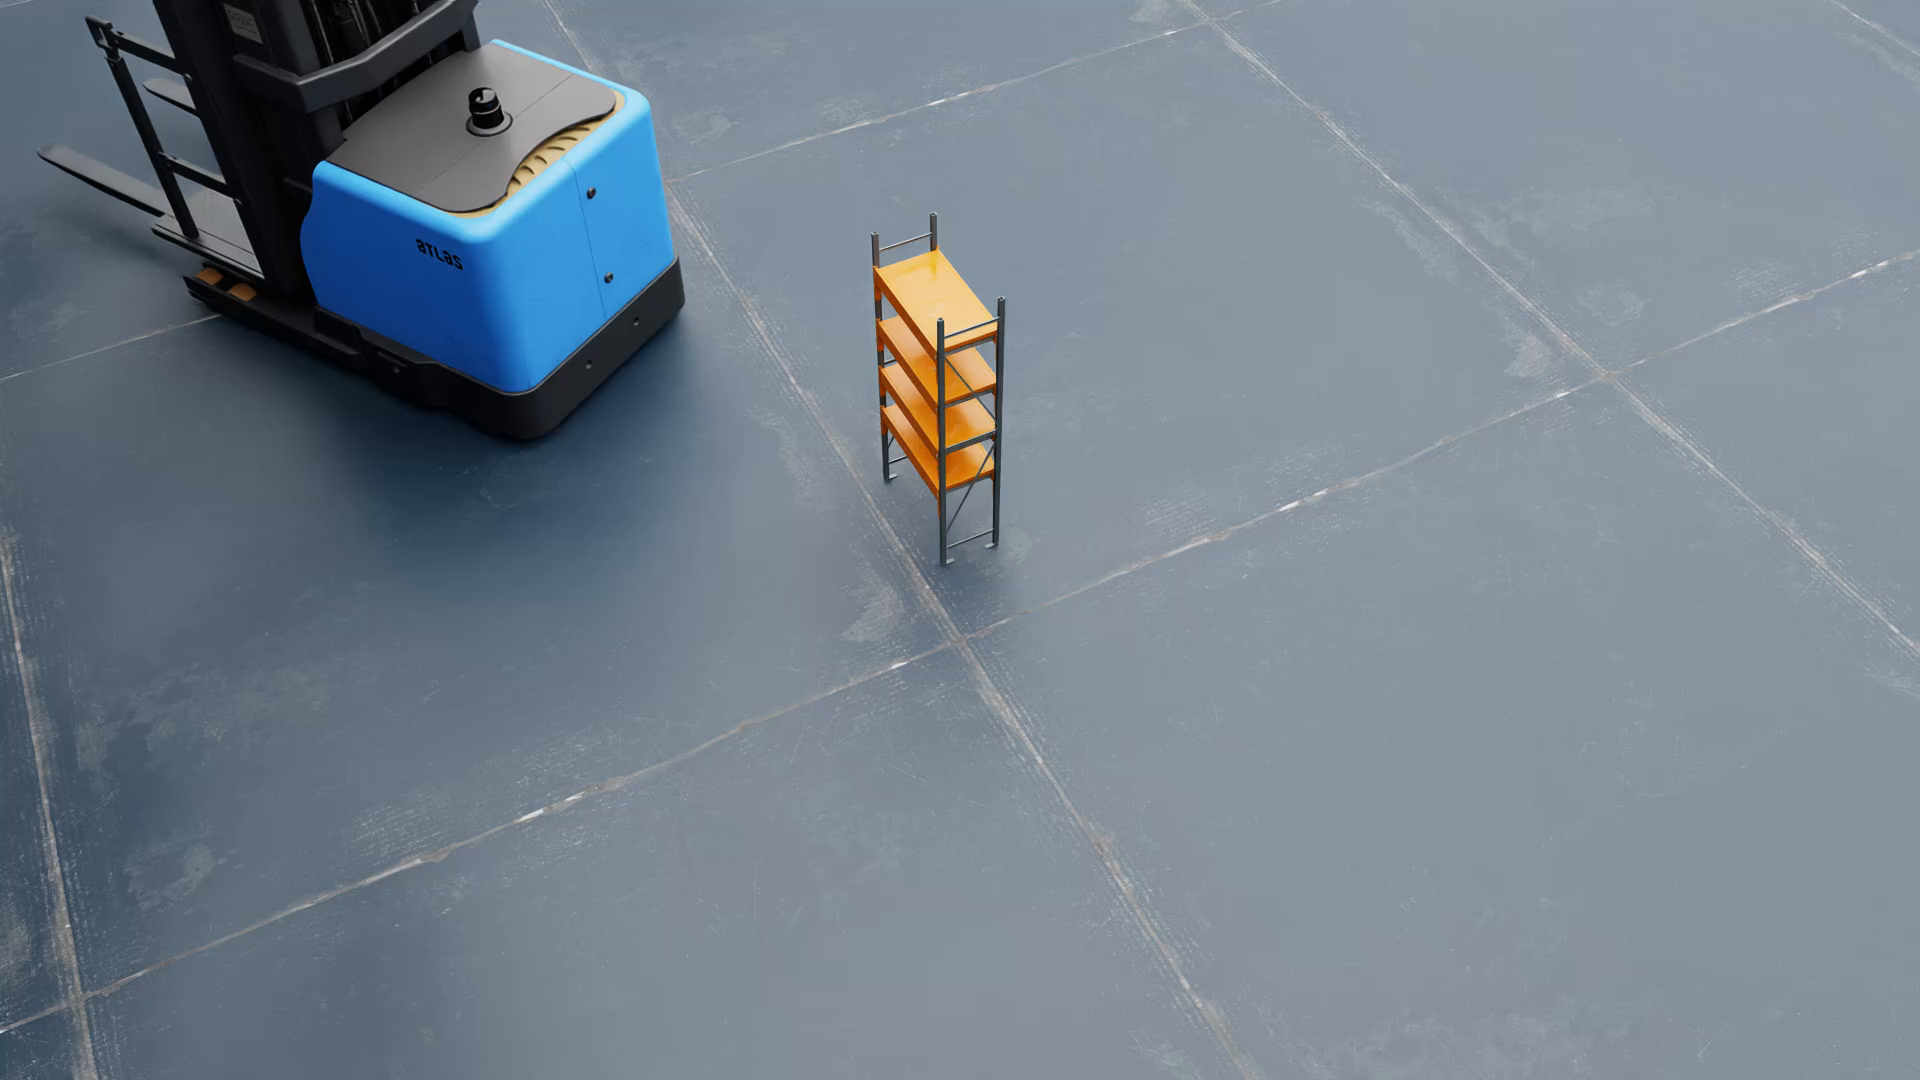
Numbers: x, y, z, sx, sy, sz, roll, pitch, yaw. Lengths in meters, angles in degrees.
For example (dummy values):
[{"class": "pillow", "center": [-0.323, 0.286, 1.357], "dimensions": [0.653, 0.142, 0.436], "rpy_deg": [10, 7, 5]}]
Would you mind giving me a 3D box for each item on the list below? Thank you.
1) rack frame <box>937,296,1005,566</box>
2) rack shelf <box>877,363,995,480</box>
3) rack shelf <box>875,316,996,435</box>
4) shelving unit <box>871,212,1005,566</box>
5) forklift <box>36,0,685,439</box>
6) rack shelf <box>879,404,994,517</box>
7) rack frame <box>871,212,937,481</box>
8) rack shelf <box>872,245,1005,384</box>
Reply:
[{"class": "rack frame", "center": [0.036, -0.342, 5.752], "dimensions": [0.240, 1.200, 0.015], "rpy_deg": [-21, 52, -18]}, {"class": "rack shelf", "center": [-0.076, -0.462, 5.946], "dimensions": [0.258, 0.148, 0.480], "rpy_deg": [-21, 52, -18]}, {"class": "rack shelf", "center": [-0.076, -0.609, 5.778], "dimensions": [0.258, 0.148, 0.480], "rpy_deg": [-21, 52, -18]}, {"class": "shelving unit", "center": [-0.076, -0.506, 5.895], "dimensions": [0.258, 1.200, 0.503], "rpy_deg": [-21, 52, -18]}, {"class": "forklift", "center": [-2.693, -2.203, 6.230], "dimensions": [3.031, 2.935, 1.130], "rpy_deg": [24, 53, 20]}, {"class": "rack shelf", "center": [-0.076, -0.331, 6.095], "dimensions": [0.258, 0.148, 0.480], "rpy_deg": [-21, 52, -18]}, {"class": "rack frame", "center": [-0.187, -0.669, 6.038], "dimensions": [0.240, 1.200, 0.015], "rpy_deg": [-21, 52, -18]}, {"class": "rack shelf", "center": [-0.076, -0.765, 5.599], "dimensions": [0.258, 0.148, 0.480], "rpy_deg": [-21, 52, -18]}]
